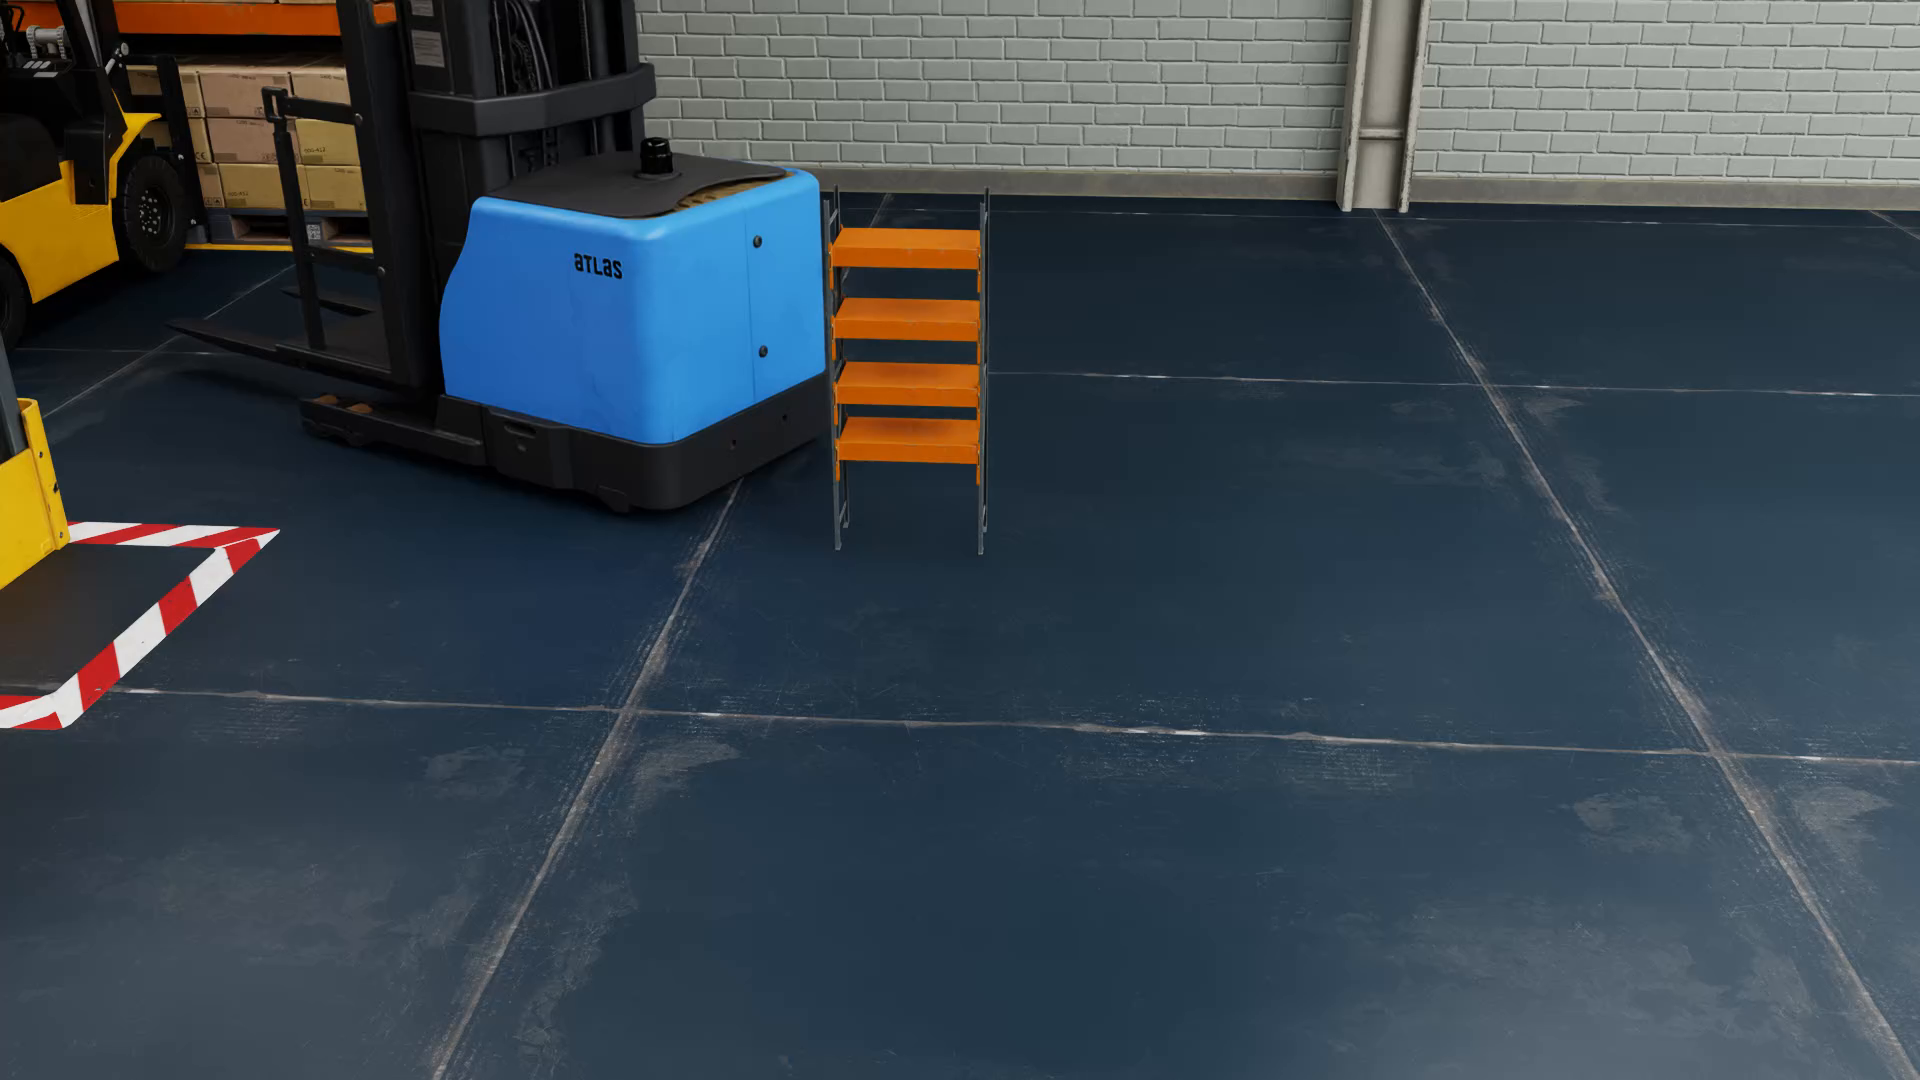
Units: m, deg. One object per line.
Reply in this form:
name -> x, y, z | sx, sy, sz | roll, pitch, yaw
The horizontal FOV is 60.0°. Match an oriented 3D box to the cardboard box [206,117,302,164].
cardboard box -> -3.842, -2.284, 9.315 | 0.500, 0.250, 0.500 | 2, 25, 3

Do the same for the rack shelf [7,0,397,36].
rack shelf -> -4.827, -2.947, 9.426 | 4.000, 0.370, 1.077 | 2, 25, 4

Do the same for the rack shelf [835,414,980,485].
rack shelf -> -0.165, -0.309, 5.622 | 0.480, 0.148, 0.258 | 2, 25, 4

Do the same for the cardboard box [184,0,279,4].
cardboard box -> -3.860, -3.182, 8.957 | 0.500, 0.500, 0.500 | 3, 25, 6

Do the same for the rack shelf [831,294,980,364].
rack shelf -> -0.165, -0.692, 5.445 | 0.480, 0.148, 0.258 | 2, 25, 4

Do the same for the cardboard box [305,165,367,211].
cardboard box -> -3.326, -2.035, 9.370 | 0.500, 0.250, 0.500 | 2, 25, 4

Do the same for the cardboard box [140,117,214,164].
cardboard box -> -4.358, -2.292, 9.331 | 0.500, 0.250, 0.500 | 1, 25, 3

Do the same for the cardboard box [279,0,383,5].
cardboard box -> -3.344, -3.161, 8.912 | 0.500, 0.500, 0.500 | 1, 25, 3

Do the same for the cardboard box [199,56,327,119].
cardboard box -> -3.826, -2.504, 9.194 | 0.500, 0.250, 0.500 | 2, 25, 5

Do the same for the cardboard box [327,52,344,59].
cardboard box -> -3.298, -2.700, 9.620 | 0.500, 0.250, 0.500 | 1, 25, 3

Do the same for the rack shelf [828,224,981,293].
rack shelf -> -0.165, -0.907, 5.346 | 0.480, 0.148, 0.258 | 2, 25, 4

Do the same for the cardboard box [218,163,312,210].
cardboard box -> -3.821, -2.054, 9.413 | 0.500, 0.250, 0.500 | 2, 25, 4

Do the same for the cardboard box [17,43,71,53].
cardboard box -> -5.306, -2.767, 9.765 | 0.500, 0.250, 0.500 | 2, 25, 4

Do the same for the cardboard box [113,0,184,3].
cardboard box -> -4.371, -3.198, 8.992 | 0.500, 0.500, 0.500 | 1, 25, 3

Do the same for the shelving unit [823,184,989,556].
shelving unit -> -0.165, -0.550, 5.511 | 0.503, 1.200, 0.258 | 2, 25, 4

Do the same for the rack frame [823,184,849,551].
rack frame -> -0.408, -0.558, 5.528 | 0.015, 1.200, 0.240 | 2, 25, 4

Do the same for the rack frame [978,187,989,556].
rack frame -> 0.078, -0.543, 5.494 | 0.015, 1.200, 0.240 | 2, 25, 4

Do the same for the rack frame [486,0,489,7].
rack frame -> -2.833, -3.210, 9.137 | 0.127, 3.000, 1.000 | 2, 25, 4

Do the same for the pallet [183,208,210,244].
pallet -> -4.812, -1.990, 9.822 | 1.213, 0.211, 1.003 | 2, 25, 4

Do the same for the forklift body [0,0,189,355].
forklift body -> -4.863, -2.124, 7.794 | 1.214, 2.155, 2.313 | 2, 25, 4

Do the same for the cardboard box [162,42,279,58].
cardboard box -> -4.294, -2.735, 9.696 | 0.500, 0.250, 0.500 | 2, 25, 4

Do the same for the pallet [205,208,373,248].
pallet -> -3.599, -1.950, 9.735 | 1.213, 0.211, 1.003 | 2, 25, 4

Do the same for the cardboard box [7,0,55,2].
cardboard box -> -4.873, -3.210, 9.017 | 0.500, 0.500, 0.500 | 2, 25, 4

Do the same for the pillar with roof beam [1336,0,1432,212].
pillar with roof beam -> 2.195, -4.347, 4.431 | 0.400, 9.000, 9.100 | 2, 25, 4

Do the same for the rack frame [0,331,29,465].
rack frame -> -3.209, -1.141, 4.640 | 0.127, 3.000, 1.000 | 2, 25, 4

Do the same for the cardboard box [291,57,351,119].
cardboard box -> -3.316, -2.490, 9.164 | 0.500, 0.250, 0.500 | 3, 25, 6

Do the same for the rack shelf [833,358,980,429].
rack shelf -> -0.165, -0.489, 5.539 | 0.480, 0.148, 0.258 | 2, 25, 4

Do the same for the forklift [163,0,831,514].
forklift -> -2.030, -1.871, 6.310 | 3.031, 2.935, 1.130 | 14, 28, 28

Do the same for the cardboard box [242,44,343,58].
cardboard box -> -3.796, -2.714, 9.651 | 0.500, 0.250, 0.500 | 2, 25, 4

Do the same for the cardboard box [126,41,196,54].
cardboard box -> -4.804, -2.754, 9.737 | 0.500, 0.250, 0.500 | 1, 25, 3

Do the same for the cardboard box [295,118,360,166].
cardboard box -> -3.342, -2.264, 9.270 | 0.500, 0.250, 0.500 | 2, 25, 3

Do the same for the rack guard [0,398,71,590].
rack guard -> -3.285, -0.008, 5.168 | 0.348, 0.500, 1.175 | 2, 25, 4

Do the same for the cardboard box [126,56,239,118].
cardboard box -> -4.329, -2.516, 9.220 | 0.500, 0.250, 0.500 | 2, 25, 5

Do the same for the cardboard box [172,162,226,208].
cardboard box -> -4.319, -2.074, 9.456 | 0.500, 0.250, 0.500 | 2, 25, 5

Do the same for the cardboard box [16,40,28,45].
cardboard box -> -5.809, -2.788, 9.812 | 0.500, 0.250, 0.500 | 1, 25, 3
